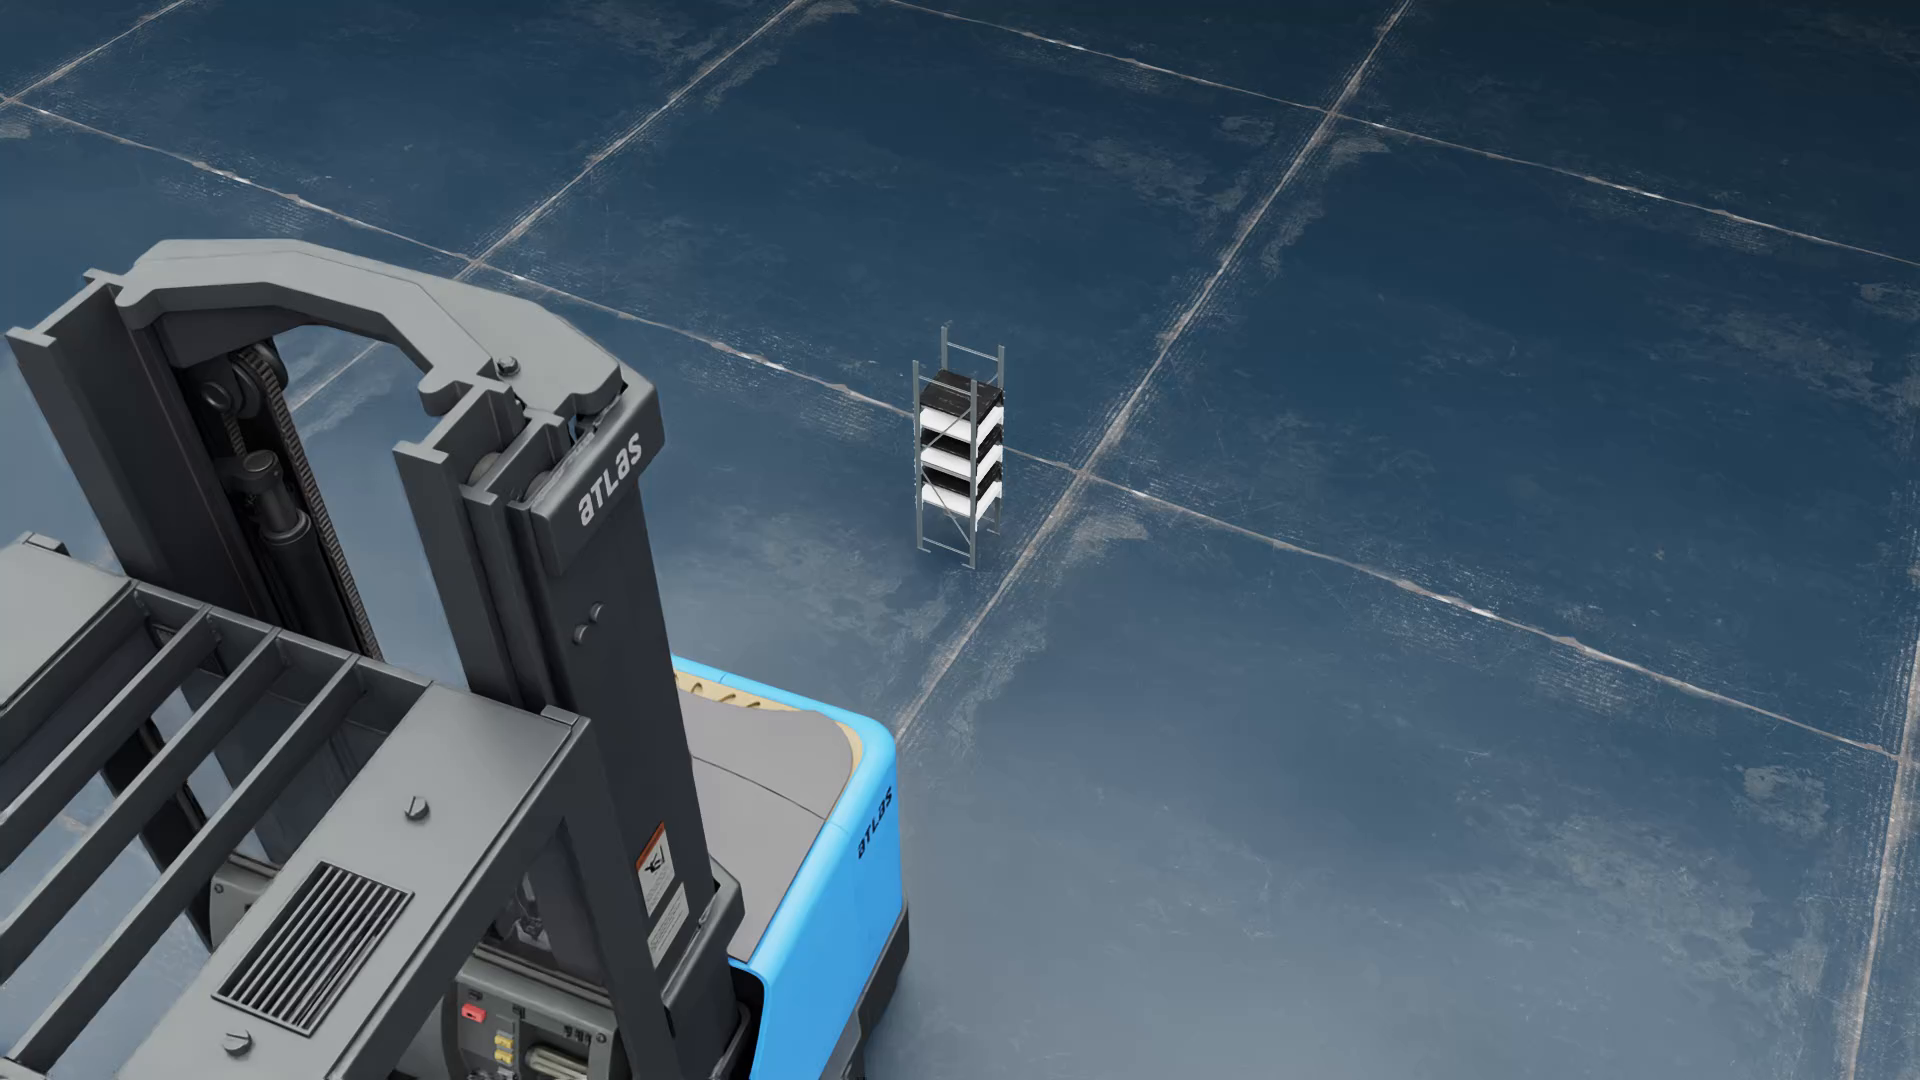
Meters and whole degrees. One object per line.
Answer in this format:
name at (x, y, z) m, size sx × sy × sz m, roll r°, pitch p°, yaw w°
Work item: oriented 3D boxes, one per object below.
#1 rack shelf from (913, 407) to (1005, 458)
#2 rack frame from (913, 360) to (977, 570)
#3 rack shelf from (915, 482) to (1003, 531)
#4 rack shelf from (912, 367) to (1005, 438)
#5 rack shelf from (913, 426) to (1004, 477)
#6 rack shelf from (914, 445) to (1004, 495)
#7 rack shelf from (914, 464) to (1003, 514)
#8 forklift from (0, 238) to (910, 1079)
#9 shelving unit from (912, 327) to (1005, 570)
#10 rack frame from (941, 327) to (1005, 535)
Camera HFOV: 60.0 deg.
rack shelf at (-0.004, -0.414, 5.821) m, size 0.258 × 0.077 × 0.200 m, roll 20°, pitch 49°, yaw 19°
rack frame at (-0.051, -0.247, 5.862) m, size 0.240 × 0.900 × 0.006 m, roll 20°, pitch 49°, yaw 19°
rack shelf at (-0.004, -0.161, 6.077) m, size 0.258 × 0.077 × 0.200 m, roll 20°, pitch 49°, yaw 19°
rack shelf at (-0.004, -0.478, 5.757) m, size 0.258 × 0.077 × 0.200 m, roll 20°, pitch 49°, yaw 19°
rack shelf at (-0.004, -0.351, 5.885) m, size 0.258 × 0.077 × 0.200 m, roll 20°, pitch 49°, yaw 19°
rack shelf at (-0.004, -0.288, 5.949) m, size 0.258 × 0.077 × 0.200 m, roll 20°, pitch 49°, yaw 19°
rack shelf at (-0.004, -0.225, 6.013) m, size 0.258 × 0.077 × 0.200 m, roll 20°, pitch 49°, yaw 19°
forklift at (-1.167, 1.048, 3.153) m, size 1.130 × 2.935 × 3.031 m, roll 16°, pitch 47°, yaw 15°
shelving unit at (-0.004, -0.311, 5.925) m, size 0.258 × 0.900 × 0.210 m, roll 20°, pitch 49°, yaw 19°
rack frame at (0.043, -0.375, 5.988) m, size 0.240 × 0.900 × 0.006 m, roll 20°, pitch 49°, yaw 19°
